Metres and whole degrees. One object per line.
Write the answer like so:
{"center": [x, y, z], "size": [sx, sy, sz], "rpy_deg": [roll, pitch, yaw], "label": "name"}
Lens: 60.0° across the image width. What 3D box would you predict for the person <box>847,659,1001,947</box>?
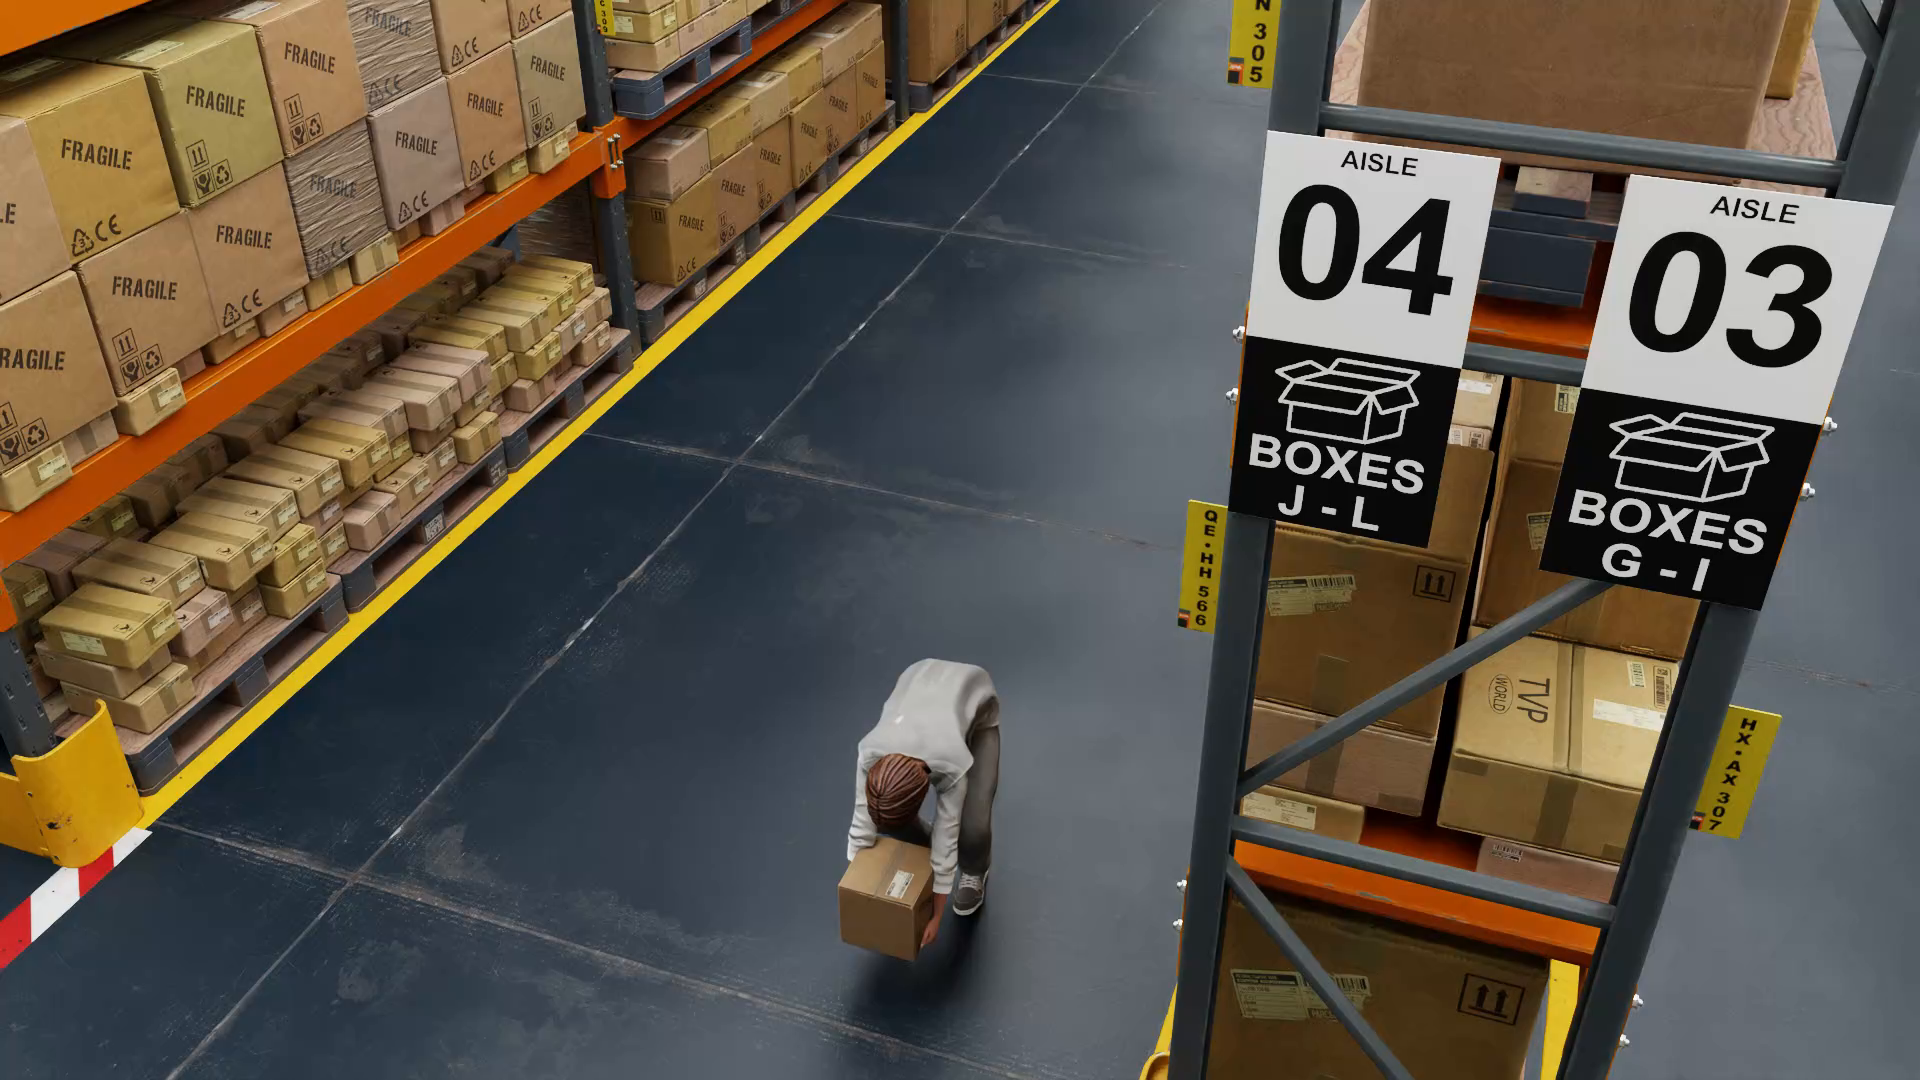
{"center": [-0.112, 0.882, 5.408], "size": [0.425, 0.953, 0.862], "rpy_deg": [10, 35, 14], "label": "person"}
